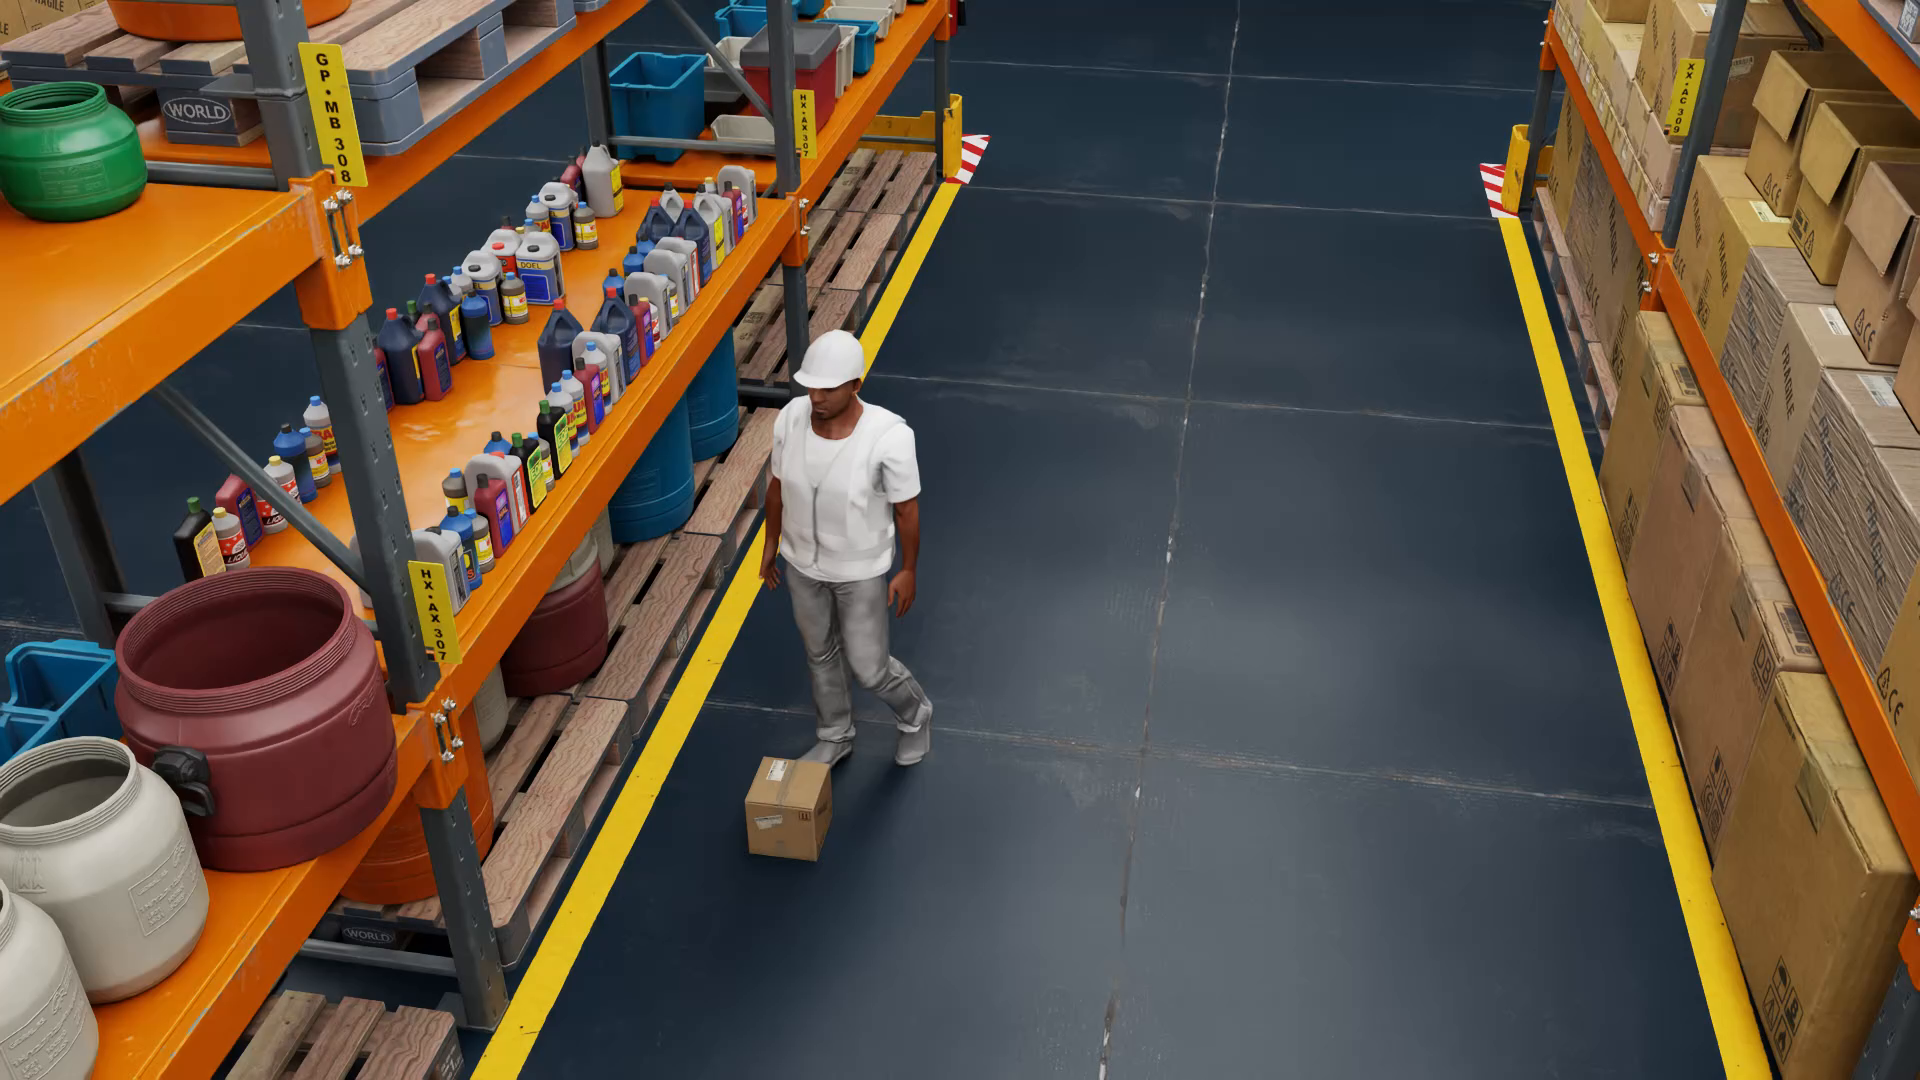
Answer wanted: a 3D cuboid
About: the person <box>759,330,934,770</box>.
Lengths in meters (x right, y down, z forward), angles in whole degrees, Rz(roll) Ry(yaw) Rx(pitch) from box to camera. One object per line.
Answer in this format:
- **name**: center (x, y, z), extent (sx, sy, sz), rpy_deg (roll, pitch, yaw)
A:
- **person**: center (-0.449, 0.086, 5.996), extent (0.600, 1.791, 0.525), rpy_deg (15, 35, 22)
